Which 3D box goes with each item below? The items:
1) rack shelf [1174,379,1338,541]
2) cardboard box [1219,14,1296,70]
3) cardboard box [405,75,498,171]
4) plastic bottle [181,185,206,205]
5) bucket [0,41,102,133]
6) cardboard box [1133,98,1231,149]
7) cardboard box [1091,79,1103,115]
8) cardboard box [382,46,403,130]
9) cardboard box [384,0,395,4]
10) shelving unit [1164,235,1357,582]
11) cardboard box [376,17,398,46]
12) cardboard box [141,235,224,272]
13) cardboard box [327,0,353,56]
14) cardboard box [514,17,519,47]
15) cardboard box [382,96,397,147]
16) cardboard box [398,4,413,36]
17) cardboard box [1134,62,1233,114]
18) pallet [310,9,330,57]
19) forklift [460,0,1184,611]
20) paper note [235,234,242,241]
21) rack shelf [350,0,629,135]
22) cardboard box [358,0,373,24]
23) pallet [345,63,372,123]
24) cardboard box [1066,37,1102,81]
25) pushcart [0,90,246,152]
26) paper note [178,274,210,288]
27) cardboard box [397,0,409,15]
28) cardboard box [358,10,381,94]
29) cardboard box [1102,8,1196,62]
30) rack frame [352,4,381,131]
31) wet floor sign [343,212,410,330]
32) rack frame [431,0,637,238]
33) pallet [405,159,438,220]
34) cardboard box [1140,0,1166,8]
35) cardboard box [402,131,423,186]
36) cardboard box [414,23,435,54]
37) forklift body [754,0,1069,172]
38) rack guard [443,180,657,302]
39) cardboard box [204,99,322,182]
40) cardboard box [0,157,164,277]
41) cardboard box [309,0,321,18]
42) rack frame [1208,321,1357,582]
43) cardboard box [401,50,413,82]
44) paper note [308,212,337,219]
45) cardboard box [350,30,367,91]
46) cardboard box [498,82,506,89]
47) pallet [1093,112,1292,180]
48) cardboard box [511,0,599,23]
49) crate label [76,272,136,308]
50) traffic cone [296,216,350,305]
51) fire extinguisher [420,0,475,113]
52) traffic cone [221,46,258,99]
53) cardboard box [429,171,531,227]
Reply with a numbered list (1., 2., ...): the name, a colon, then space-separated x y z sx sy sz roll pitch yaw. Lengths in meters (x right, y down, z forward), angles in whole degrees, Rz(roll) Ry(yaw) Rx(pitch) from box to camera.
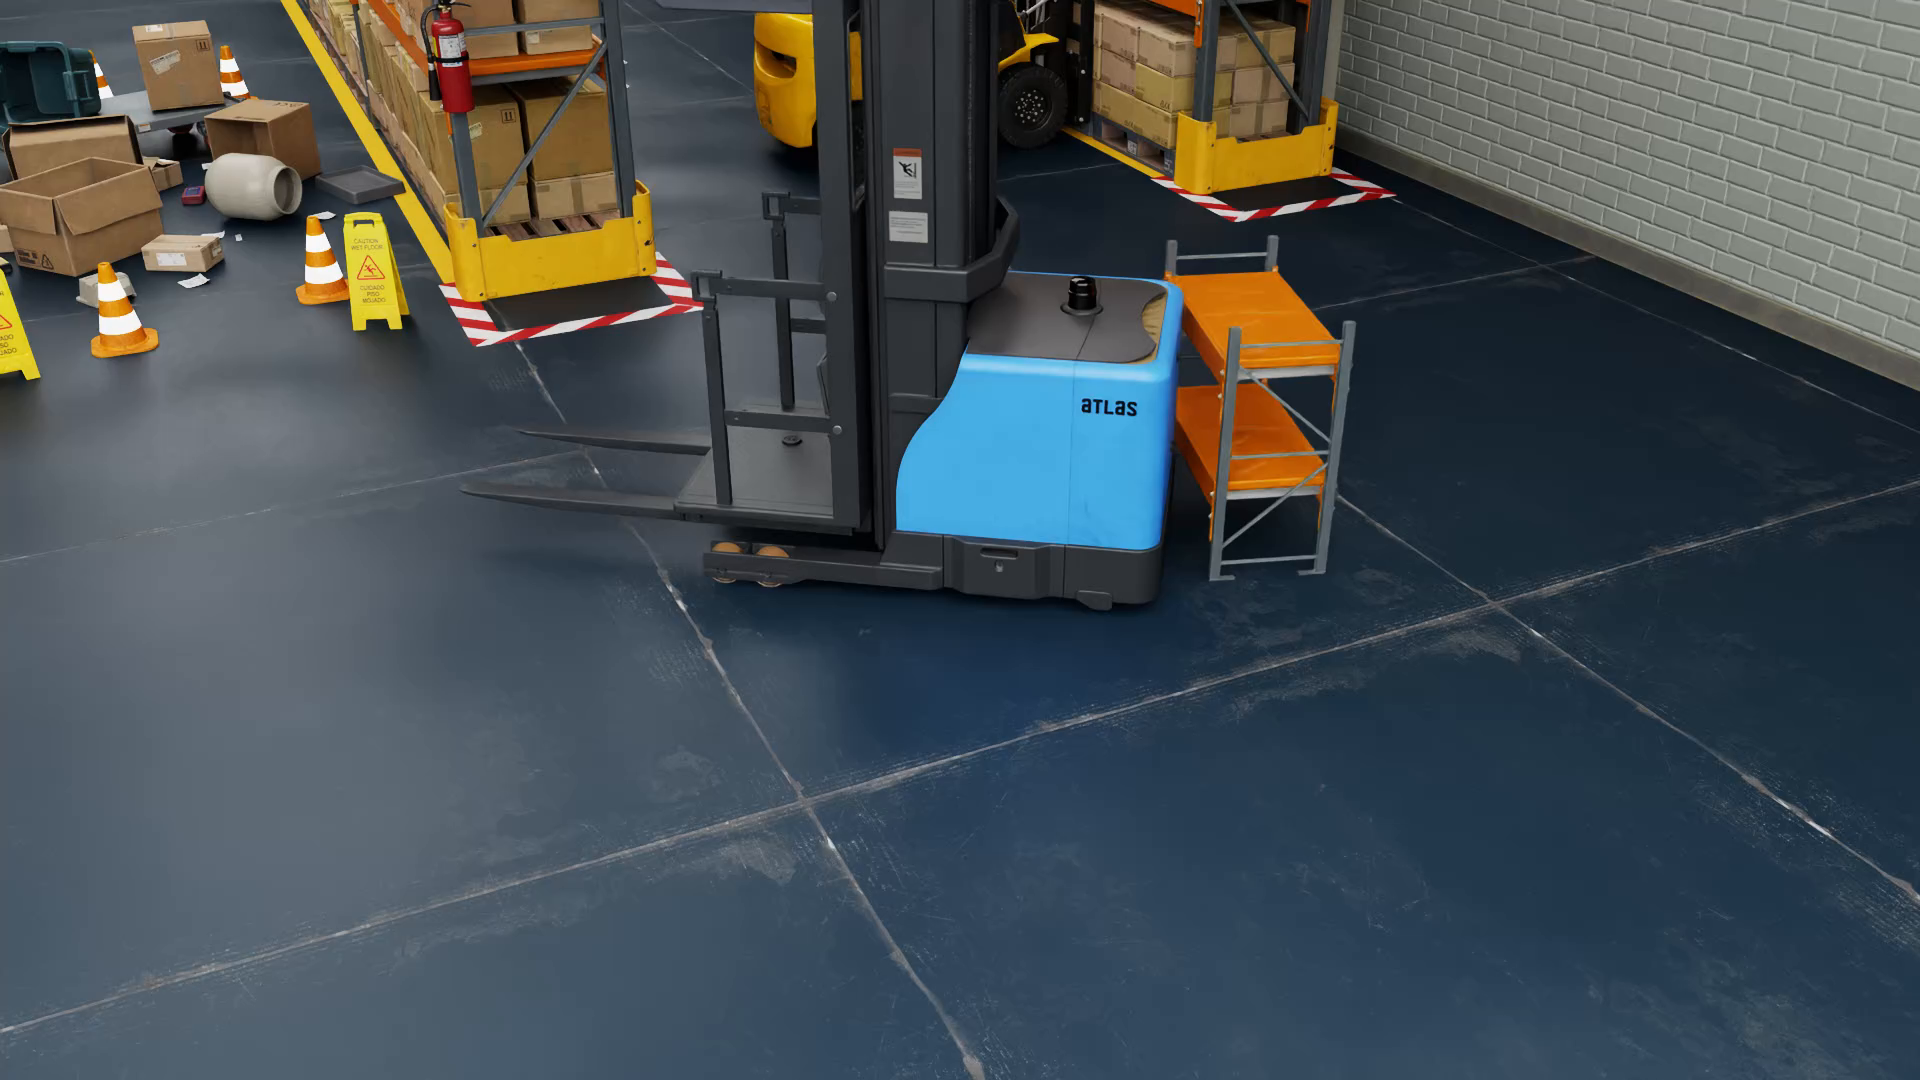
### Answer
1. rack shelf: 1.221 -0.373 7.266 0.538 0.278 1.000 -4 29 -7
2. cardboard box: 2.044 -3.571 11.911 0.500 0.250 0.500 -14 32 -23
3. cardboard box: -3.209 -2.695 10.605 0.500 0.500 0.500 -12 31 -20
4. plastic bottle: -5.259 -2.377 11.426 0.133 0.061 0.283 -8 30 -13
5. bucket: -6.406 -3.197 11.678 0.726 0.611 0.620 -3 19 -5
6. cardboard box: 1.592 -3.024 11.958 0.500 0.250 0.500 -13 32 -22
7. cardboard box: 1.181 -3.469 12.751 0.500 0.250 0.500 -13 32 -21
8. cardboard box: -3.648 -3.152 11.420 0.500 0.500 0.500 -11 31 -19
9. cardboard box: -3.600 -3.634 10.920 0.380 0.149 0.250 -13 32 -22
10. shelving unit: 1.221 -0.587 7.146 0.538 1.125 1.048 -4 29 -7
11. cardboard box: -3.770 -3.486 11.352 0.380 0.149 0.250 -11 31 -19
12. cardboard box: -4.789 -1.766 10.248 0.380 0.149 0.250 2 29 4
13. cardboard box: -4.958 -4.514 14.490 0.950 0.372 0.625 -12 31 -20
14. cardboard box: -2.482 -3.048 9.875 0.380 0.149 0.250 -13 32 -21
15. cardboard box: -3.871 -3.055 12.013 0.500 0.250 0.500 -11 31 -19
16. cardboard box: -3.193 -3.180 10.110 0.380 0.149 0.250 -13 32 -21
17. cardboard box: 1.588 -3.250 11.850 0.500 0.250 0.500 -14 32 -23
18. pallet: -5.502 -4.827 15.643 1.003 0.211 1.213 -13 32 -22
19. forklift: -0.613 -1.331 6.627 3.031 2.935 1.130 5 30 9
20. paper note: -4.649 -1.949 10.716 0.032 0.001 0.123 -13 32 -22
21. rack shelf: -3.261 -3.425 11.026 1.077 0.370 4.000 -13 32 -22
22. cardboard box: -4.110 -3.831 11.967 0.380 0.149 0.250 -13 32 -21
23. pallet: -4.455 -3.749 13.721 1.003 0.211 1.213 -13 32 -22
24. cardboard box: 1.142 -3.698 12.648 0.500 0.250 0.500 -14 32 -23
25. pushcart: -6.157 -2.978 12.174 0.936 0.377 1.648 26 38 38
26. paper note: -4.606 -1.560 10.000 0.142 0.019 0.148 26 38 38
27. cardboard box: -3.095 -3.433 9.898 0.500 0.500 0.500 -13 32 -22
28. cardboard box: -4.110 -3.616 12.246 0.500 0.500 0.500 -12 31 -20
29. cardboard box: 1.375 -3.681 12.108 0.500 0.250 0.500 -12 32 -21
30. rack frame: -4.119 -4.622 12.426 1.000 3.000 0.127 -13 32 -22
31. wet floor sign: -3.287 -1.520 9.300 0.267 0.644 0.232 -3 29 -5
32. rack frame: -2.402 -2.855 9.275 1.000 3.000 0.127 -13 32 -22
33. pallet: -3.271 -2.577 11.630 1.003 0.211 1.213 -13 32 -22
34. cardboard box: 1.621 -4.014 12.701 0.500 0.250 0.500 -13 32 -22
35. cardboard box: -3.437 -2.600 11.202 0.500 0.250 0.500 -14 32 -24
36. cardboard box: -2.965 -2.954 9.709 0.380 0.149 0.250 -13 32 -23
37. forklift body: -0.382 -3.983 12.155 2.313 2.155 1.214 -13 32 -22
38. rack guard: -2.435 -1.798 9.946 1.175 0.500 0.348 -13 32 -22
39. cardboard box: -4.888 -2.774 11.683 0.500 0.500 0.500 7 30 13
40. cardboard box: -5.443 -2.011 10.321 0.637 0.503 0.797 13 32 21
41. cardboard box: -5.603 -5.174 15.668 0.950 0.372 0.625 -15 33 -25
42. rack frame: 1.287 -0.340 6.706 0.500 1.125 0.032 -4 29 -7
43. cardboard box: -3.305 -3.008 10.499 0.380 0.149 0.250 -13 32 -21
44. paper note: -4.247 -2.166 11.081 0.148 0.019 0.142 26 38 38
45. cardboard box: -4.347 -3.890 13.378 0.950 0.372 0.625 -13 32 -21
46. cardboard box: -2.738 -2.821 10.829 0.500 0.500 0.500 -14 32 -24
47. pallet: 1.713 -3.012 12.405 1.003 0.211 1.213 -13 32 -22
48. cardboard box: -2.355 -3.296 9.655 0.500 0.500 0.500 -14 32 -23
49. crate label: -5.002 -1.477 9.743 0.298 0.136 0.250 19 34 30
50. traffic cone: -3.752 -1.668 9.751 0.336 0.463 0.334 -13 32 -22
51. fire extinguisher: -2.769 -2.674 9.031 0.296 0.674 0.183 -13 32 -22
52. traffic cone: -5.916 -3.769 13.499 0.336 0.463 0.334 -13 32 -22
53. cardboard box: -3.002 -2.150 10.400 0.500 0.250 0.500 -13 32 -22
